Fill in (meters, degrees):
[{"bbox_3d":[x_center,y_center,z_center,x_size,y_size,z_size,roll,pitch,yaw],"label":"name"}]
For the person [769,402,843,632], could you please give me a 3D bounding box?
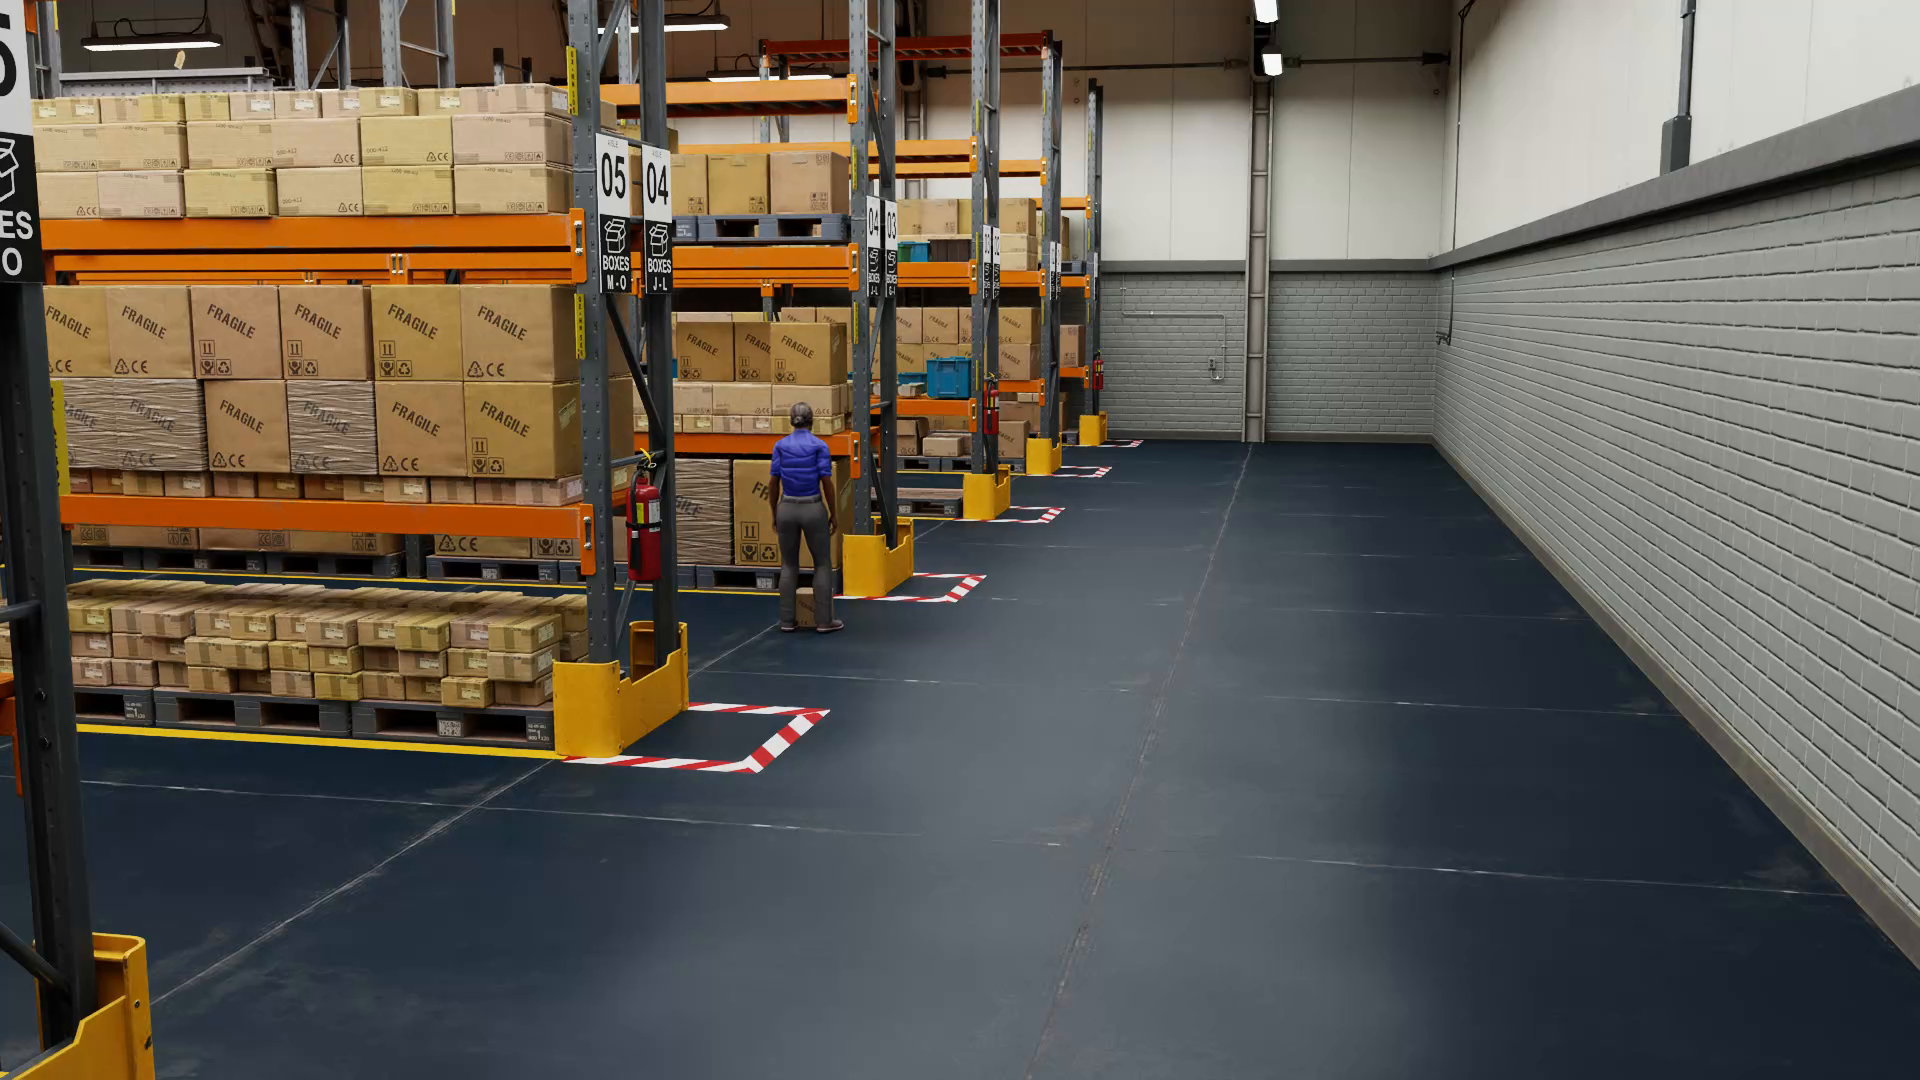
[{"bbox_3d":[-1.122,-0.164,11.989,0.507,1.655,0.347,2,8,11],"label":"person"}]
